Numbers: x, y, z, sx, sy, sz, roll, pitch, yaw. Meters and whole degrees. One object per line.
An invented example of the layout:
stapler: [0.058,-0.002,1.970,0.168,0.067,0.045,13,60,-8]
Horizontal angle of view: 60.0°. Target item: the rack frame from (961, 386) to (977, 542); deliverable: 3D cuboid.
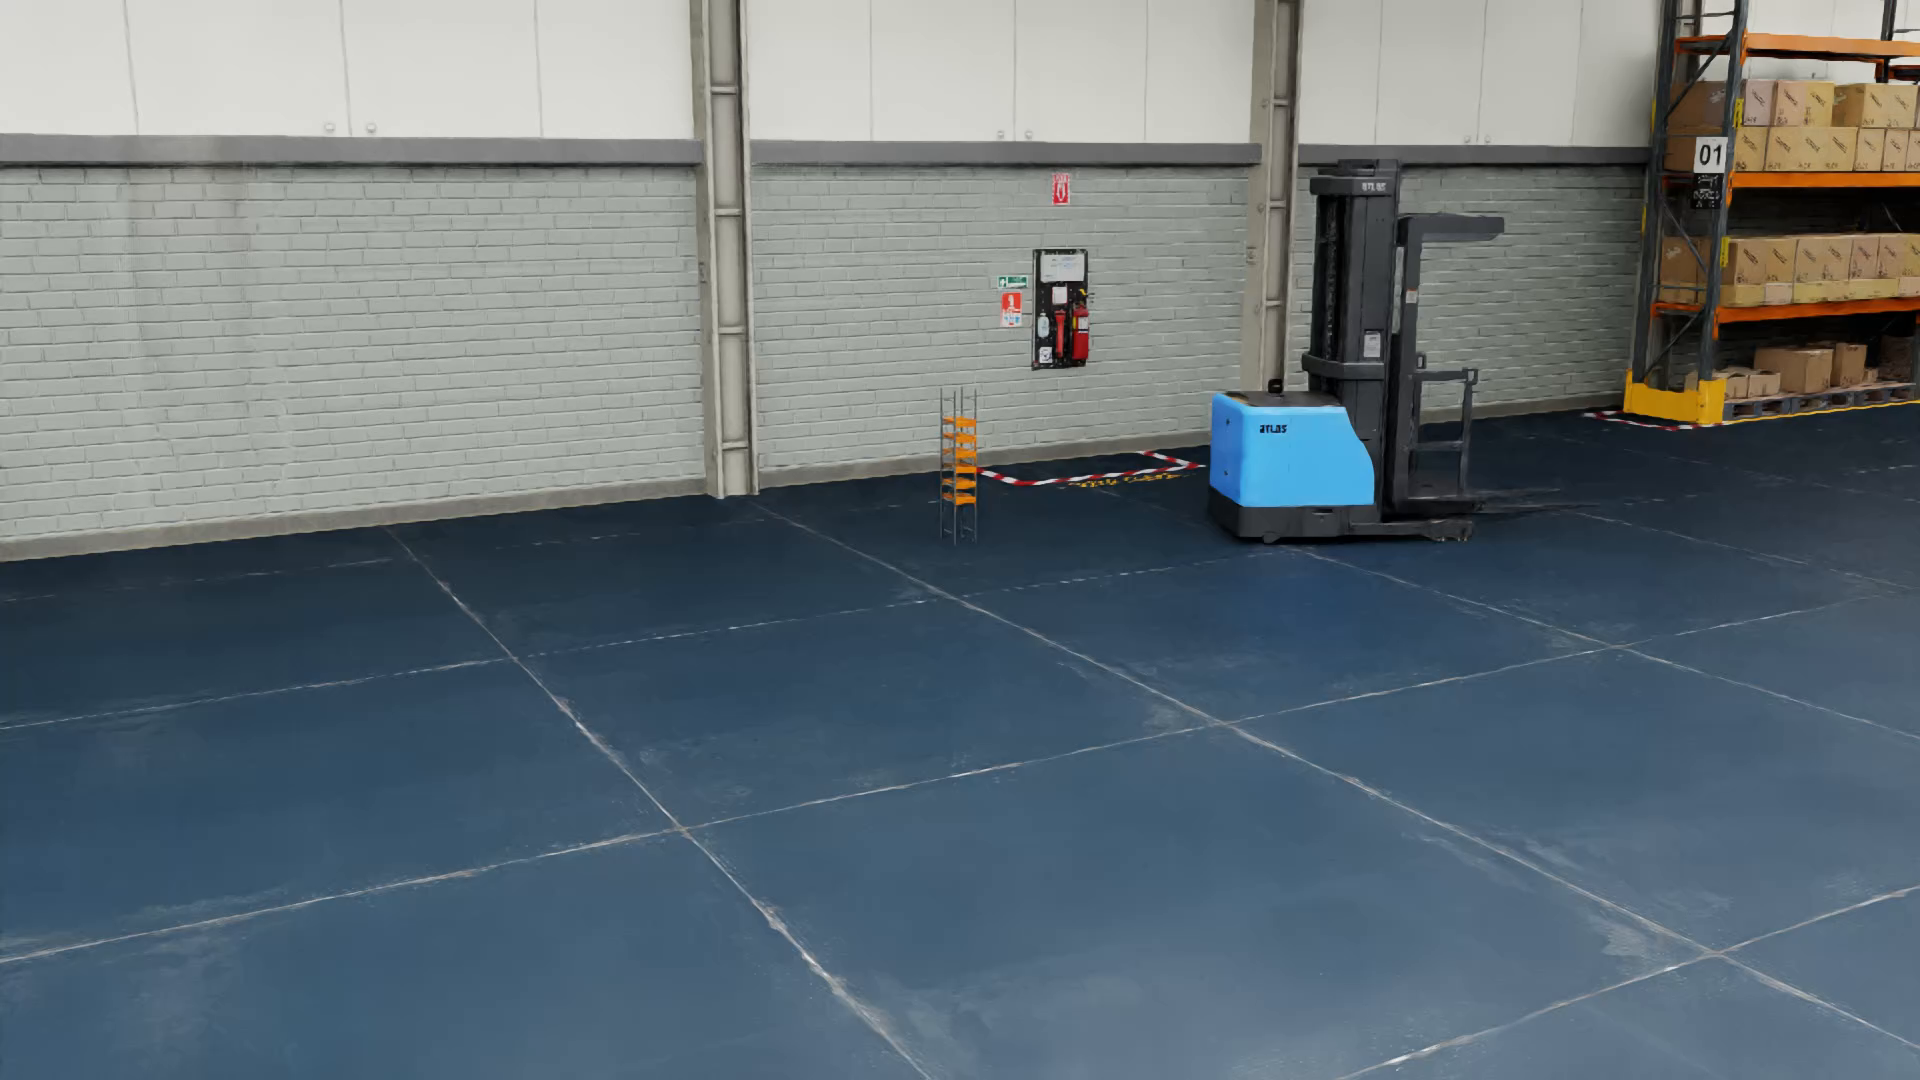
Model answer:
rack frame: [0.068,-0.593,13.013,0.006,1.200,0.240,-7,14,-28]

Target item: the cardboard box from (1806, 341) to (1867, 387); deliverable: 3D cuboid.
cardboard box: [10.908,-2.199,20.741,0.500,0.500,0.500,-8,15,-32]

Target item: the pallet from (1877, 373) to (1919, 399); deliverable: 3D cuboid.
pallet: [12.482,-2.043,21.706,1.213,0.211,1.003,-7,14,-28]

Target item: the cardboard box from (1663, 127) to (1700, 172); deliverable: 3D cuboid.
cardboard box: [8.534,-4.515,19.234,0.500,0.500,0.500,-6,14,-24]

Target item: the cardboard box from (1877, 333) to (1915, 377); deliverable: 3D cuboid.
cardboard box: [12.438,-2.397,21.619,0.500,0.500,0.700,-6,14,-26]

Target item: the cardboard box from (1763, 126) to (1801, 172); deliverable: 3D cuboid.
cardboard box: [9.190,-4.459,18.985,0.500,0.500,0.500,-6,14,-24]

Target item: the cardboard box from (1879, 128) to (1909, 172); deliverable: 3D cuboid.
cardboard box: [11.025,-4.691,20.019,0.500,0.500,0.500,-8,15,-33]

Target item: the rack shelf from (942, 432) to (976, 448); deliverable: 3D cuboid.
rack shelf: [-0.013,-0.775,12.928,0.180,0.103,0.258,-7,14,-28]

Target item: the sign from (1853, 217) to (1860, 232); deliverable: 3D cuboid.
sign: [11.531,-3.993,21.381,0.005,0.325,0.100,-7,14,-28]

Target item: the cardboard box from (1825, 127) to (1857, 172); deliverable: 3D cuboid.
cardboard box: [10.104,-4.575,19.499,0.500,0.500,0.500,-6,14,-24]

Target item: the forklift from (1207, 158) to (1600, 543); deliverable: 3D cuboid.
forklift: [3.602,-1.529,13.228,3.031,2.935,1.130,-2,13,-7]

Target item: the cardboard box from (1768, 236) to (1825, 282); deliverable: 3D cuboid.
cardboard box: [9.747,-3.298,19.521,0.500,0.500,0.500,-7,15,-30]

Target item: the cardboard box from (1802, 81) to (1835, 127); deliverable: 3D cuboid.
cardboard box: [9.652,-5.003,19.125,0.500,0.500,0.500,-6,14,-26]

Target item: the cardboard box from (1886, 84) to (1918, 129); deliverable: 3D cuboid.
cardboard box: [11.011,-5.166,19.849,0.500,0.500,0.500,-6,14,-25]

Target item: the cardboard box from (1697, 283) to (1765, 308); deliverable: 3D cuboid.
cardboard box: [8.869,-2.827,19.135,0.500,0.250,0.500,-7,15,-29]

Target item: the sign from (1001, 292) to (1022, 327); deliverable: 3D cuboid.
sign: [0.500,-2.236,16.131,0.234,0.329,0.001,-7,14,-28]

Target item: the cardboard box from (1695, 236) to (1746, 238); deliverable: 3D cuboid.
cardboard box: [9.047,-3.344,19.726,0.500,0.500,0.500,-7,14,-27]

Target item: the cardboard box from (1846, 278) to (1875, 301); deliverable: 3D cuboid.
cardboard box: [10.654,-3.043,20.093,0.500,0.250,0.500,-7,14,-28]

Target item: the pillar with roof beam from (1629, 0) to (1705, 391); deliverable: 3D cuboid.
pillar with roof beam: [10.551,-5.238,15.887,0.400,9.000,9.100,-7,14,-28]

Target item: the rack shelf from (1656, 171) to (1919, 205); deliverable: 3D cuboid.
rack shelf: [10.044,-4.223,19.849,4.000,0.370,1.077,-7,14,-28]

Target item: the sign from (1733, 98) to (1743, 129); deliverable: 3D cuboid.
sign: [8.549,-4.686,18.275,0.005,0.325,0.100,-7,14,-28]

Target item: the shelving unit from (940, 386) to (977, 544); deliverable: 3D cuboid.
shelving unit: [-0.013,-0.584,12.971,0.189,1.200,0.258,-7,14,-28]

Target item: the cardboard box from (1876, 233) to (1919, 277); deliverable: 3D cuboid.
cardboard box: [11.533,-3.514,20.480,0.500,0.500,0.500,-7,14,-28]

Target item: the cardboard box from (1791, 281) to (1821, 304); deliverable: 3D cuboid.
cardboard box: [9.768,-2.937,19.623,0.500,0.250,0.500,-7,15,-29]

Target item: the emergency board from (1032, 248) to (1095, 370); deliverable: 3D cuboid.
emergency board: [1.035,-2.257,16.305,0.643,1.169,0.194,-7,14,-28]

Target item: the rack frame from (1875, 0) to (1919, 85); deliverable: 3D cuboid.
rack frame: [11.800,-6.248,20.376,0.127,3.000,1.000,-7,14,-28]

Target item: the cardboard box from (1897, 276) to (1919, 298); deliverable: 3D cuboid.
cardboard box: [11.529,-3.149,20.568,0.500,0.250,0.500,-7,14,-28]

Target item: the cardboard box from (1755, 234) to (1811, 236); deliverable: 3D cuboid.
cardboard box: [9.941,-3.452,20.206,0.500,0.500,0.500,-7,14,-27]

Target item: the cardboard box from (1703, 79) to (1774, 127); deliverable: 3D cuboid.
cardboard box: [8.743,-4.904,18.684,0.500,0.500,0.500,-8,15,-32]

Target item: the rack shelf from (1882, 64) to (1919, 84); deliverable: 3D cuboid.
rack shelf: [13.555,-5.912,21.433,4.000,0.370,1.077,-7,14,-28]

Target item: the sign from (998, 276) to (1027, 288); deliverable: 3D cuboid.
sign: [0.508,-2.493,16.067,0.331,0.109,0.001,-7,14,-28]

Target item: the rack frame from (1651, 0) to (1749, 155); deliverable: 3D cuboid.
rack frame: [8.289,-5.827,18.506,0.127,3.000,1.000,-7,14,-28]

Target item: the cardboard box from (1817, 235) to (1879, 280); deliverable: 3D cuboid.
cardboard box: [10.650,-3.410,20.016,0.500,0.500,0.500,-7,15,-29]

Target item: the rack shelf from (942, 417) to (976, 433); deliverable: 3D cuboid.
rack shelf: [-0.013,-0.892,12.901,0.180,0.103,0.258,-7,14,-28]

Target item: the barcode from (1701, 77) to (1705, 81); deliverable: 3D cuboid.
barcode: [8.672,-5.364,19.409,0.075,0.075,0.001,-7,14,-28]

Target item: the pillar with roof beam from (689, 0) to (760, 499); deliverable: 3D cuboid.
pillar with roof beam: [0.019,-3.975,10.278,0.400,9.000,9.100,-7,14,-28]

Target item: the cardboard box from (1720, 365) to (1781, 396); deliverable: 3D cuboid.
cardboard box: [9.439,-1.919,19.924,0.500,0.311,0.500,-6,14,-23]

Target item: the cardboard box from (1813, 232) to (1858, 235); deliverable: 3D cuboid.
cardboard box: [10.831,-3.561,20.687,0.500,0.500,0.500,-7,14,-28]

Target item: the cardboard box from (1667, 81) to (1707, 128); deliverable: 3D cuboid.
cardboard box: [8.542,-5.006,19.138,0.500,0.500,0.500,-6,14,-25]

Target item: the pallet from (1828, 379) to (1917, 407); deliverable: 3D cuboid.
pallet: [11.227,-1.883,20.996,1.213,0.211,1.003,-7,14,-28]

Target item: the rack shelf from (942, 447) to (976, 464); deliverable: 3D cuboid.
rack shelf: [-0.013,-0.658,12.954,0.180,0.103,0.258,-7,14,-28]

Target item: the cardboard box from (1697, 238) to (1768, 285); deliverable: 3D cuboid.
cardboard box: [8.852,-3.195,19.062,0.500,0.500,0.500,-7,14,-28]
